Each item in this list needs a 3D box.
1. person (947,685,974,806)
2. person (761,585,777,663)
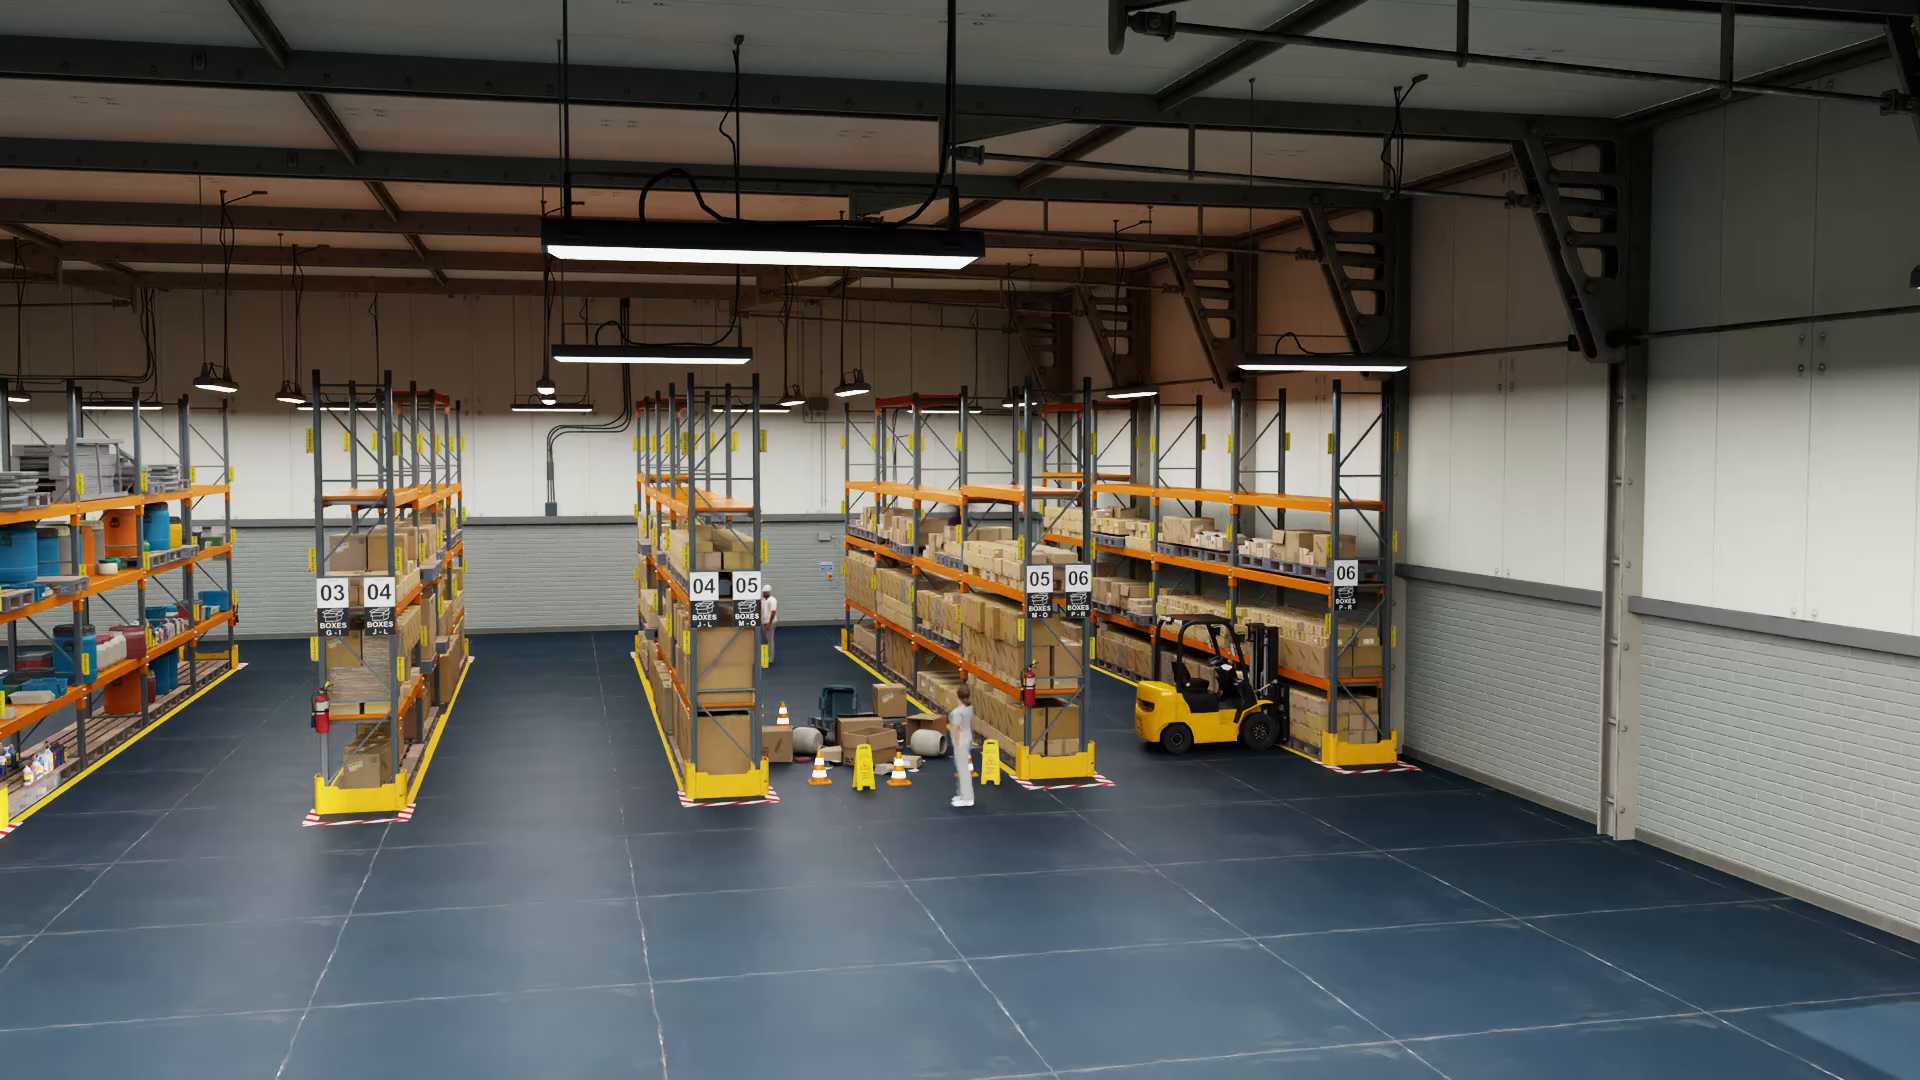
[{"bbox_3d":[0.025,2.832,23.026,0.416,1.683,0.618,1,3,16],"label":"person"},{"bbox_3d":[-4.423,1.912,38.047,0.431,1.774,0.585,-2,4,-30],"label":"person"}]
